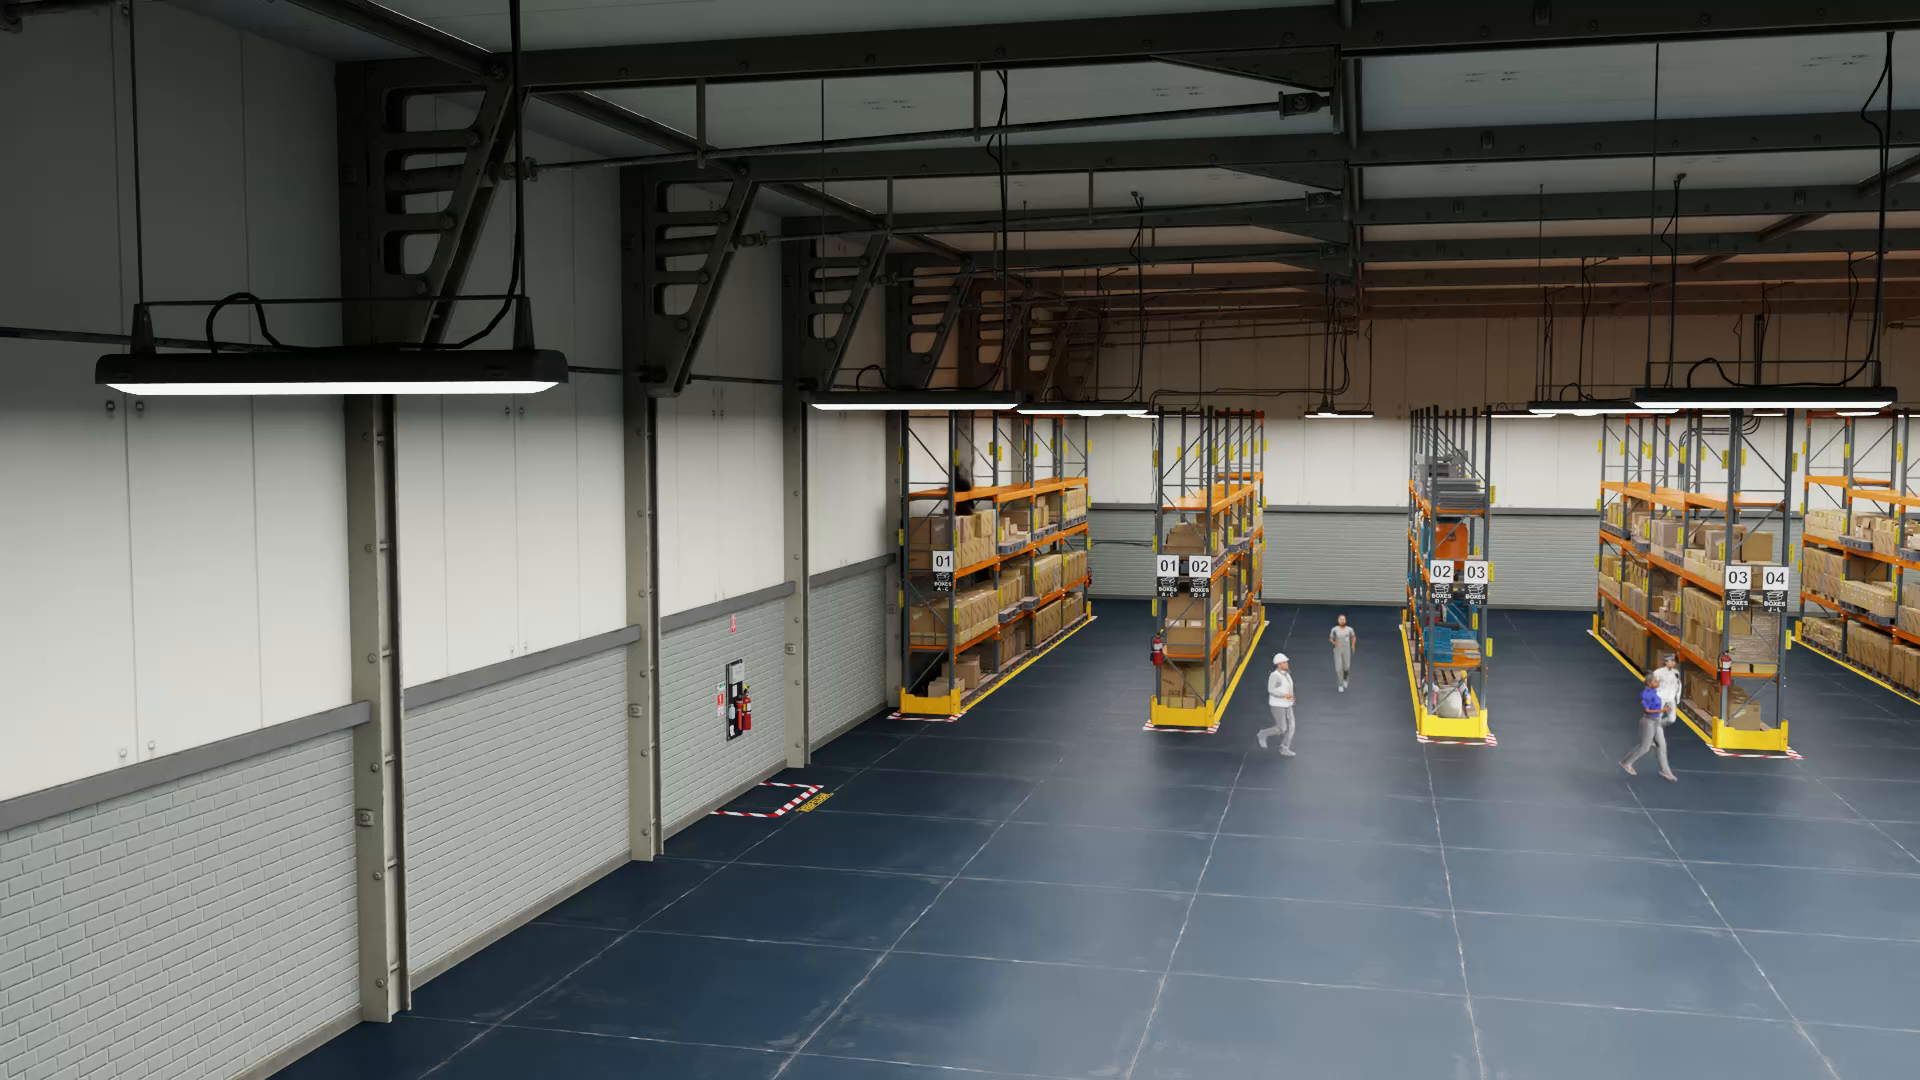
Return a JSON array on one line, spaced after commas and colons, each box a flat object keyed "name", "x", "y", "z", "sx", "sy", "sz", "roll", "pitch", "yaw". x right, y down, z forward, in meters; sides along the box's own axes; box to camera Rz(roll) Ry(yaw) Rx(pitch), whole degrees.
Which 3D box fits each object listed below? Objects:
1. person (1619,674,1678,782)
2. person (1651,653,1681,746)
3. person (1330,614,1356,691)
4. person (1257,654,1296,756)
[{"name": "person", "x": 11.005, "y": 2.975, "z": 26.497, "sx": 0.839, "sy": 1.683, "sz": 0.570, "roll": 3, "pitch": 5, "yaw": 39}, {"name": "person", "x": 12.484, "y": 2.813, "z": 29.368, "sx": 0.673, "sy": 1.643, "sz": 0.468, "roll": 0, "pitch": 4, "yaw": -3}, {"name": "person", "x": 8.081, "y": 2.384, "z": 35.107, "sx": 0.550, "sy": 1.633, "sz": 0.571, "roll": 1, "pitch": 4, "yaw": 11}, {"name": "person", "x": 5.464, "y": 2.811, "z": 28.467, "sx": 0.728, "sy": 1.738, "sz": 0.660, "roll": 3, "pitch": 5, "yaw": 40}]
